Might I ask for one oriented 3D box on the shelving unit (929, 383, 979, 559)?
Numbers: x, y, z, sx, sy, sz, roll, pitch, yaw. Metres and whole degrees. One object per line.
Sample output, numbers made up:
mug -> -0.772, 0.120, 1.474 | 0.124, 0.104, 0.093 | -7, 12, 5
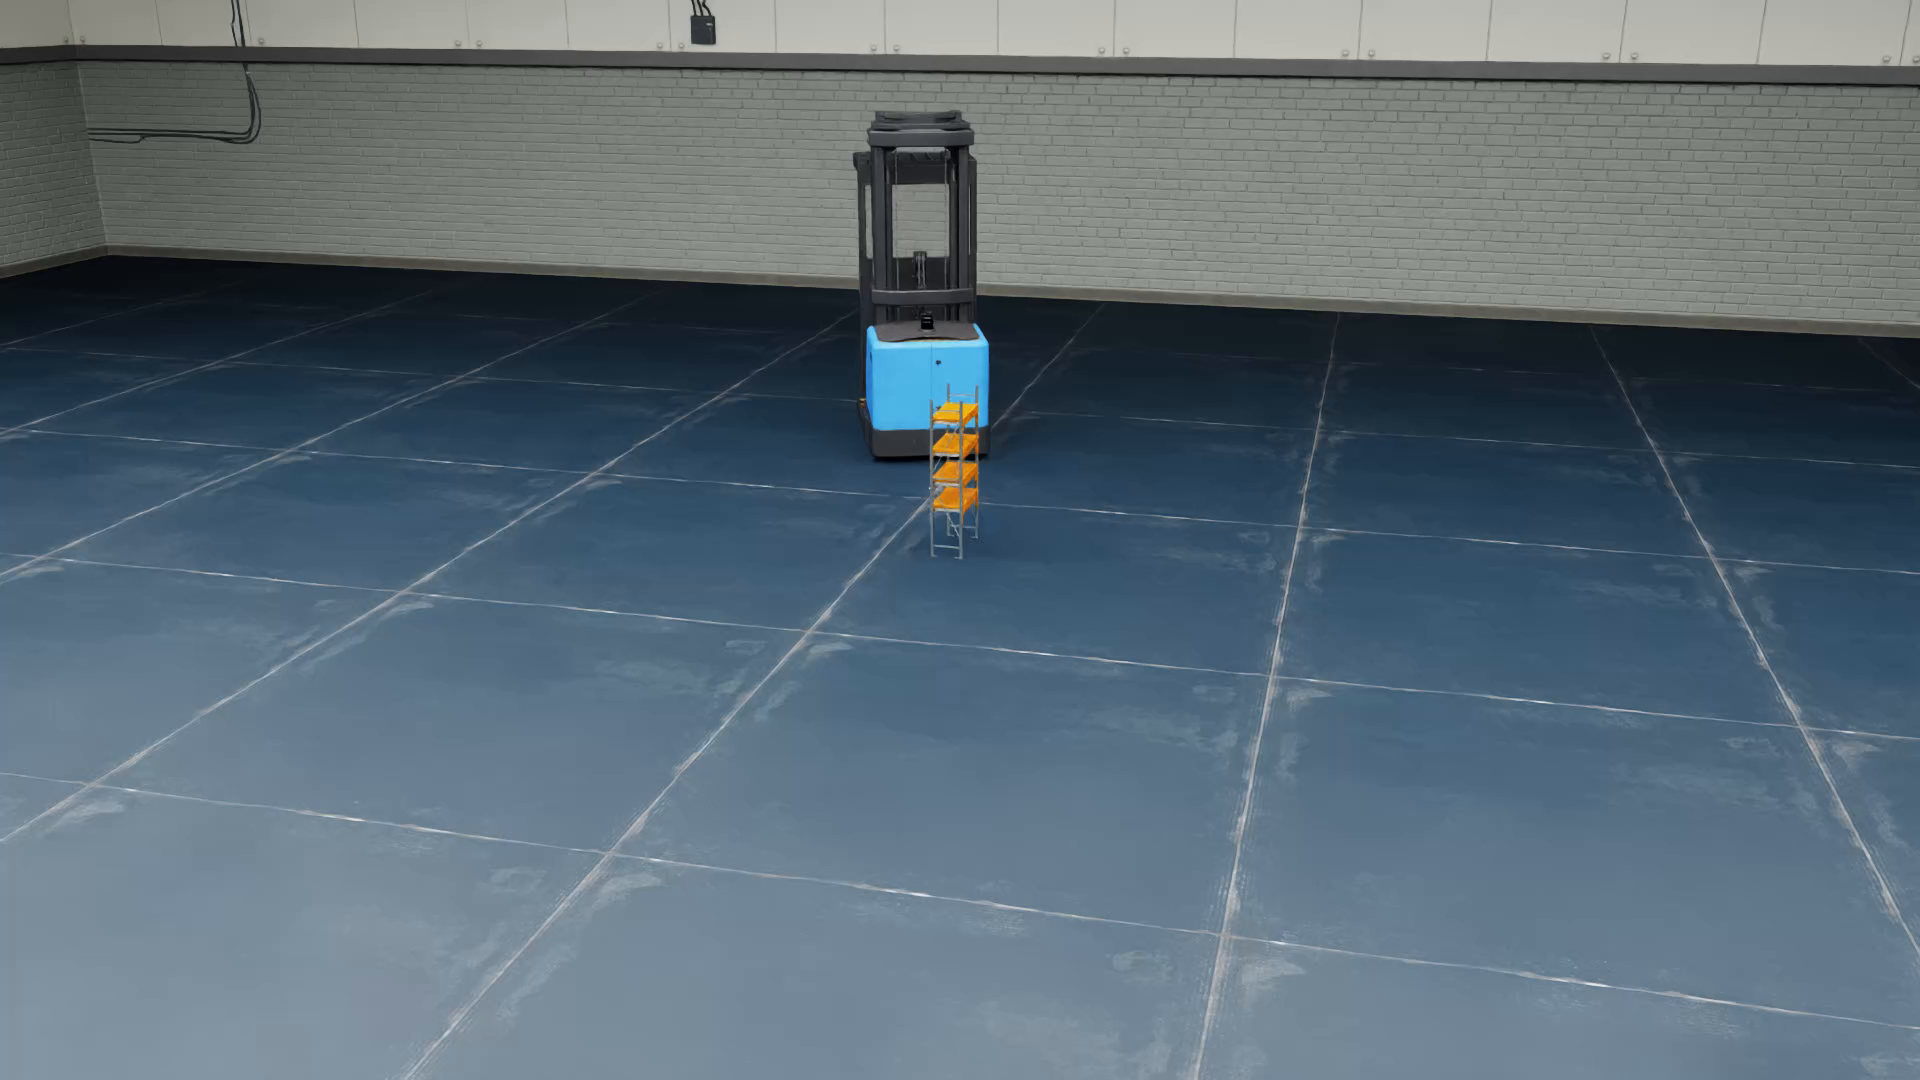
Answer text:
shelving unit -> -0.040, -0.516, 12.342 | 0.258, 1.200, 0.503 | 5, 19, 13

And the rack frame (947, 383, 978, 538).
rack frame -> 0.019, -0.592, 12.566 | 0.240, 1.200, 0.015 | 5, 19, 13

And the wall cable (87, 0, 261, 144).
wall cable -> -11.645, -7.037, 24.172 | 3.097, 2.526, 0.112 | 5, 19, 13

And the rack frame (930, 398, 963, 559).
rack frame -> -0.100, -0.439, 12.118 | 0.240, 1.200, 0.015 | 5, 19, 13

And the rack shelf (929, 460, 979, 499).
rack shelf -> -0.040, -0.452, 12.363 | 0.258, 0.148, 0.480 | 5, 19, 13

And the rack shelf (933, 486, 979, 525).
rack shelf -> -0.040, -0.264, 12.428 | 0.258, 0.148, 0.480 | 5, 19, 13

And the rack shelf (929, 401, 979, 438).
rack shelf -> -0.040, -0.888, 12.215 | 0.258, 0.148, 0.480 | 5, 19, 13

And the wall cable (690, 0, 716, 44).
wall cable -> -2.443, -9.361, 20.911 | 2.305, 6.003, 0.169 | 5, 19, 13

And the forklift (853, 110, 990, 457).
forklift -> -0.418, -2.553, 15.627 | 1.130, 2.935, 3.031 | -2, 19, -6

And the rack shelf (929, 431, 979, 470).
rack shelf -> -0.040, -0.664, 12.291 | 0.258, 0.148, 0.480 | 5, 19, 13
